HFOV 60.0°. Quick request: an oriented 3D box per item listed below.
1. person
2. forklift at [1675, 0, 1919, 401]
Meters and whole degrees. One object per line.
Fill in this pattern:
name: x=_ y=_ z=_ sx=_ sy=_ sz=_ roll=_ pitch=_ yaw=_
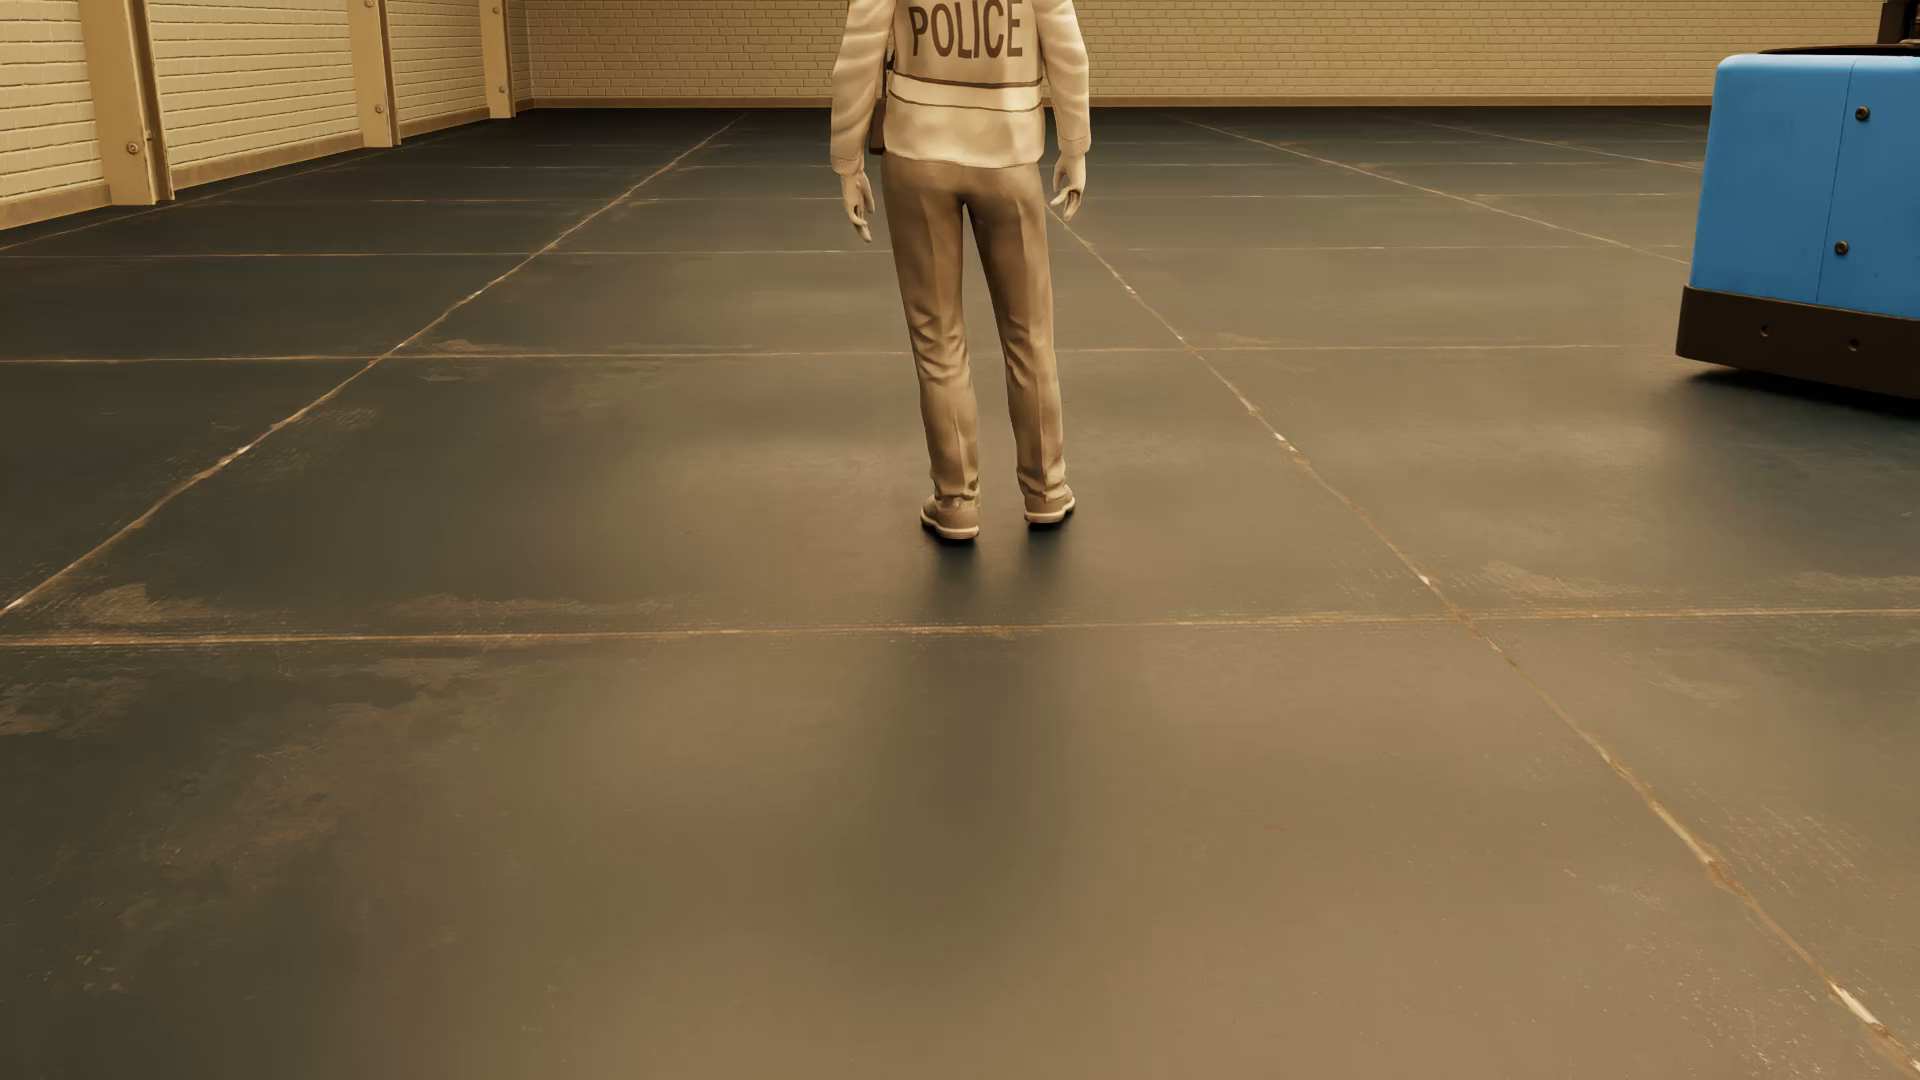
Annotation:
person: x=0.004 y=-0.837 z=3.734 sx=0.586 sy=1.694 sz=0.530 roll=-1 pitch=17 yaw=-3
forklift: x=4.011 y=-2.079 z=5.703 sx=3.031 sy=2.935 sz=1.130 roll=-10 pitch=20 yaw=-30
